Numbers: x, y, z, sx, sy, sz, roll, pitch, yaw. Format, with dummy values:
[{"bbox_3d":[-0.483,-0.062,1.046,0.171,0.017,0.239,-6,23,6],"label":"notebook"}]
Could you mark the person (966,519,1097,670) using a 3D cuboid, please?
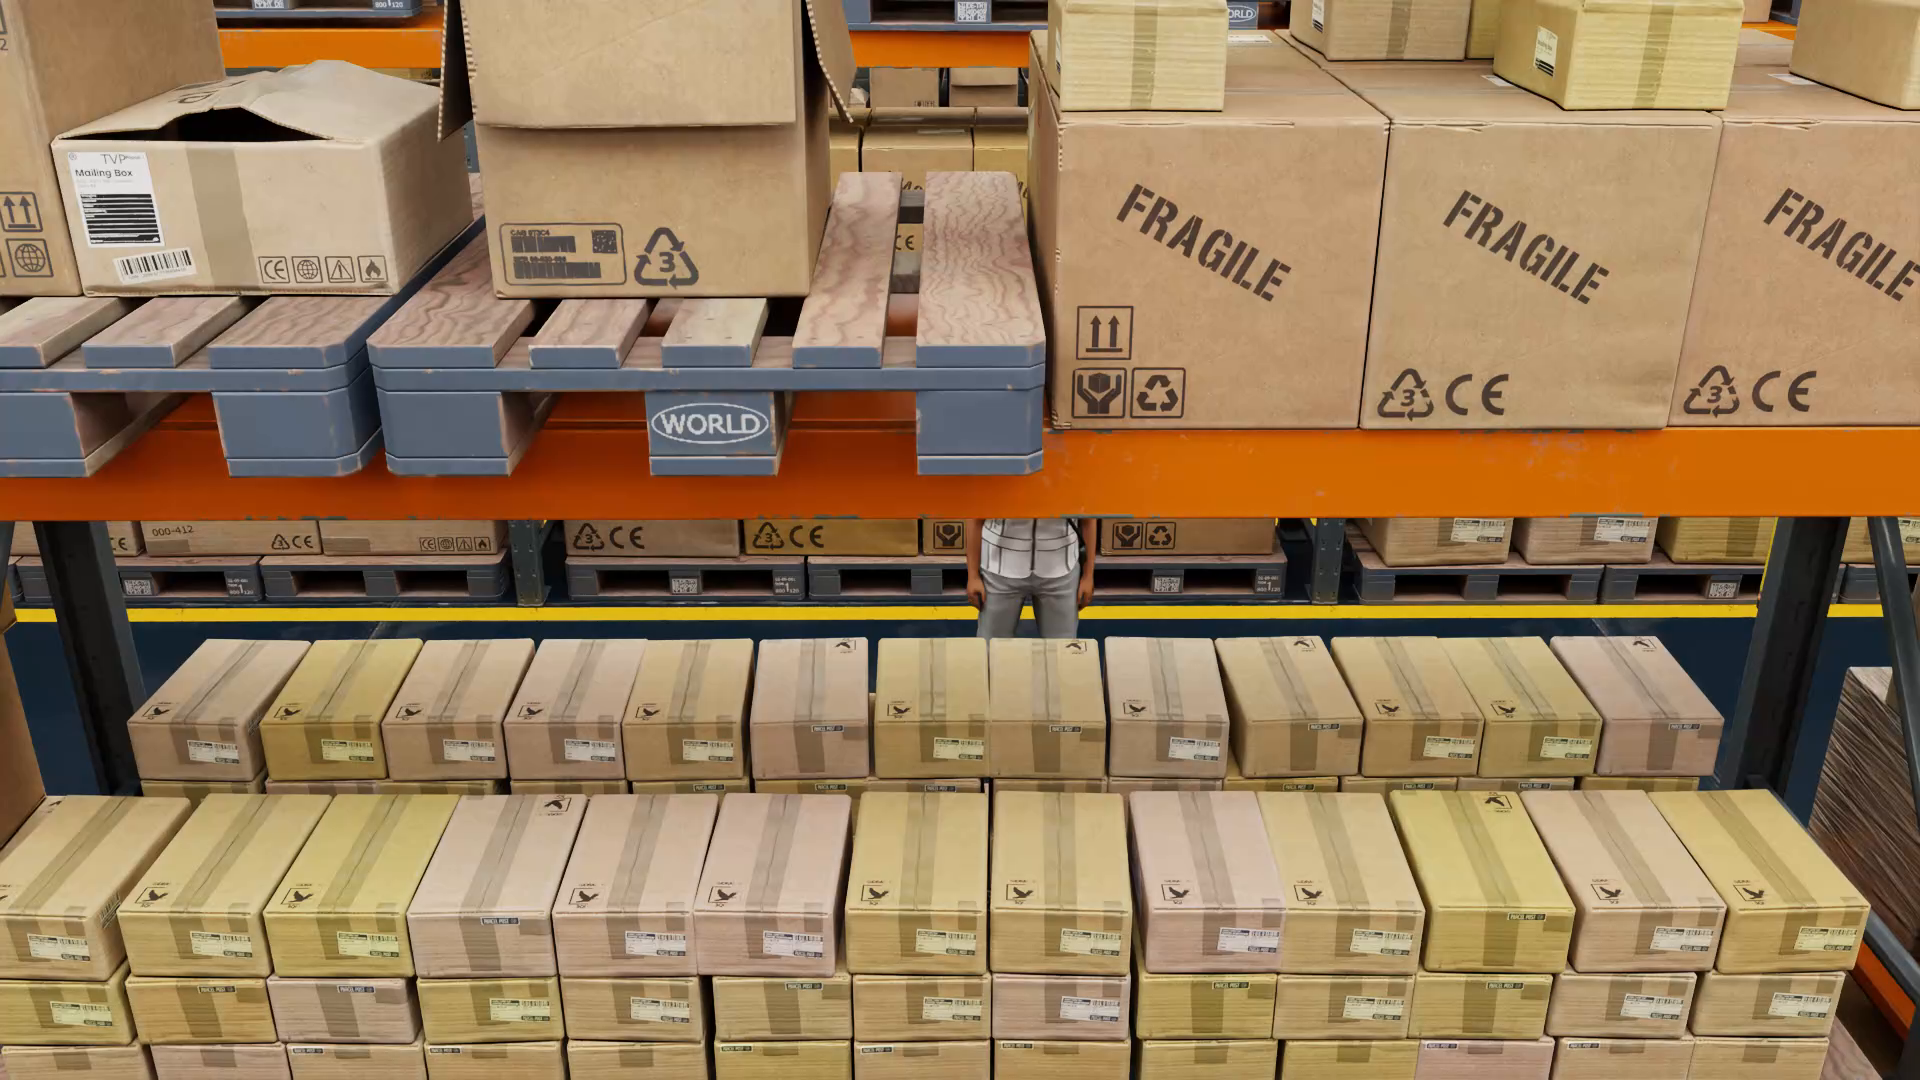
[{"bbox_3d":[0.279,0.161,6.739,0.547,1.666,0.473,-1,24,-1],"label":"person"}]
